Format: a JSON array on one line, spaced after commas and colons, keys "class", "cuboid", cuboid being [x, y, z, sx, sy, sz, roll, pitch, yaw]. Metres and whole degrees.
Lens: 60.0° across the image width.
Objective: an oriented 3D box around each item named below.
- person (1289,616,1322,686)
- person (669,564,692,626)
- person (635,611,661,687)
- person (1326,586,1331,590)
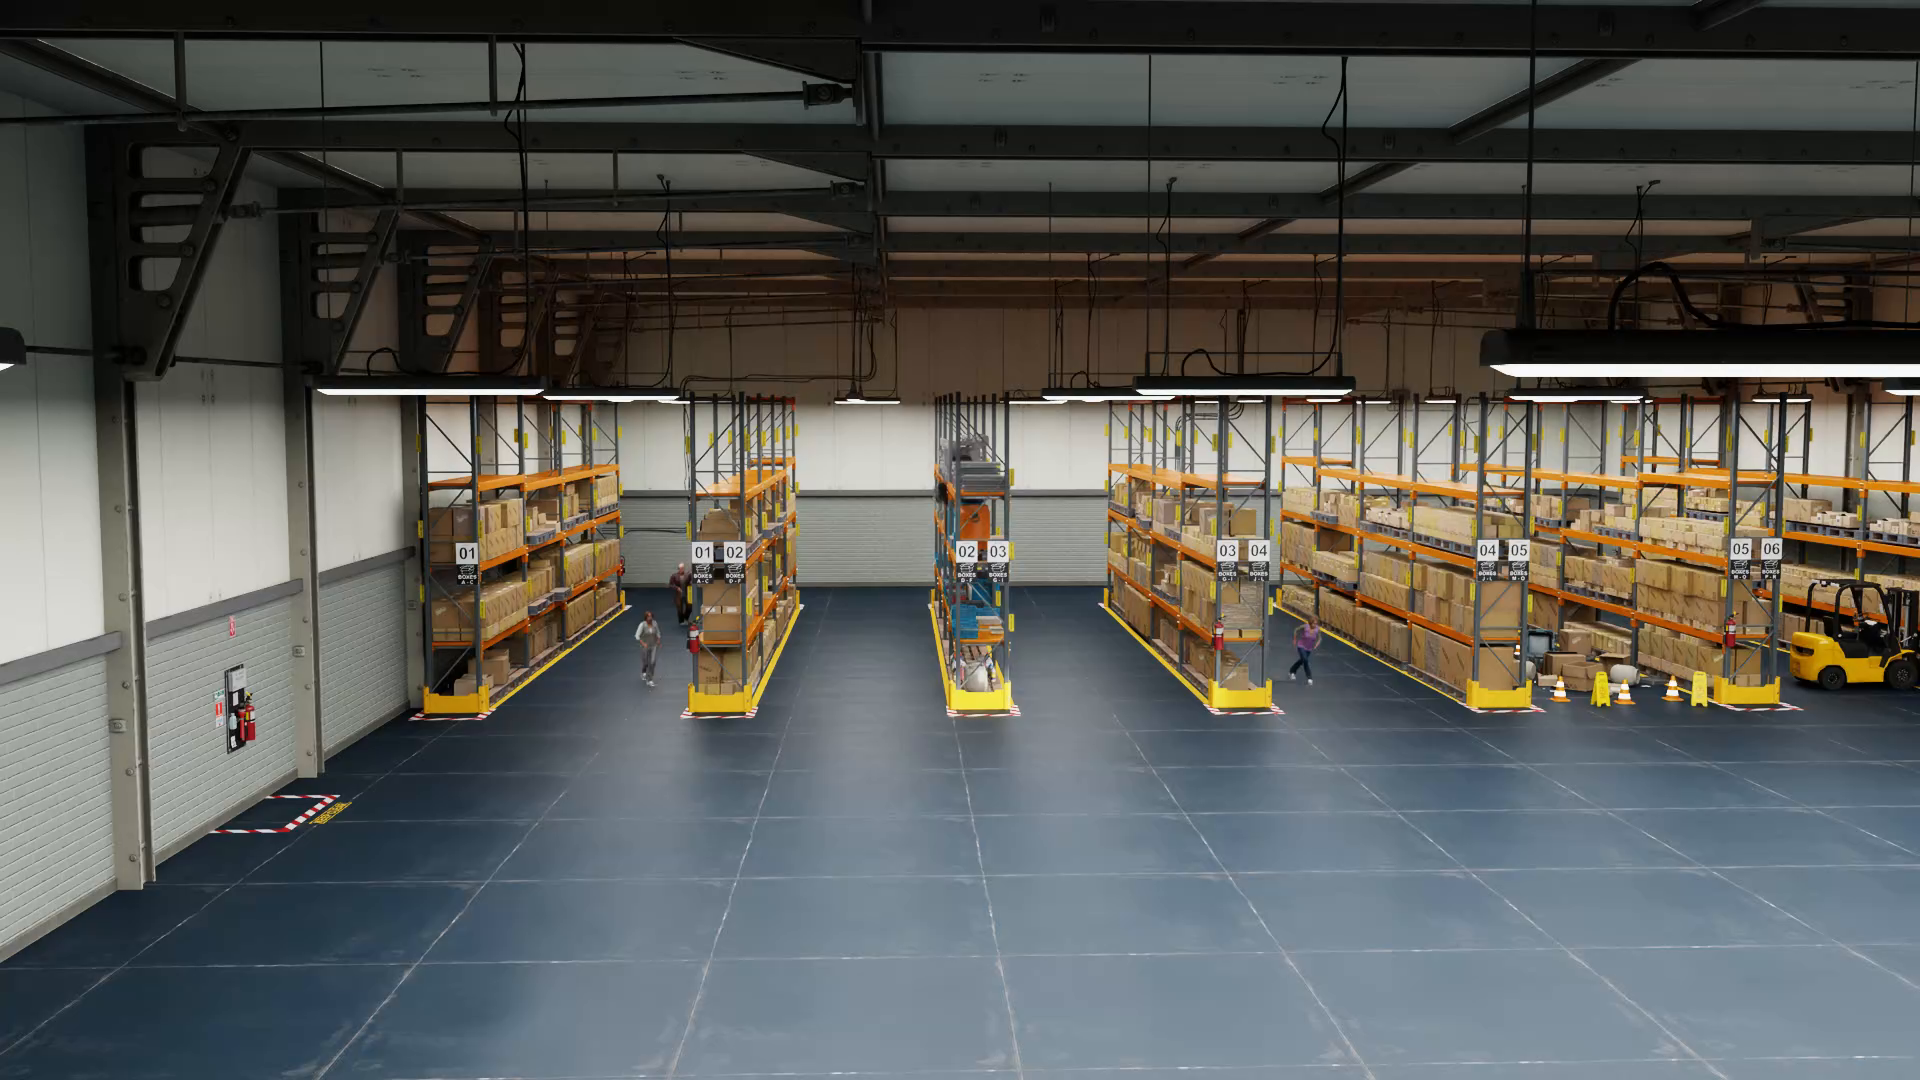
[{"class": "person", "cuboid": [7.123, 2.244, 34.341, 0.516, 1.417, 0.964, -1, 5, -13]}, {"class": "person", "cuboid": [-7.187, 1.440, 43.101, 0.705, 1.667, 0.861, -1, 5, -12]}, {"class": "person", "cuboid": [-6.433, 2.216, 34.248, 0.539, 1.556, 0.713, -2, 5, -21]}, {"class": "person", "cuboid": [11.395, 0.822, 50.391, 0.838, 1.782, 0.646, -4, 6, -39]}]
